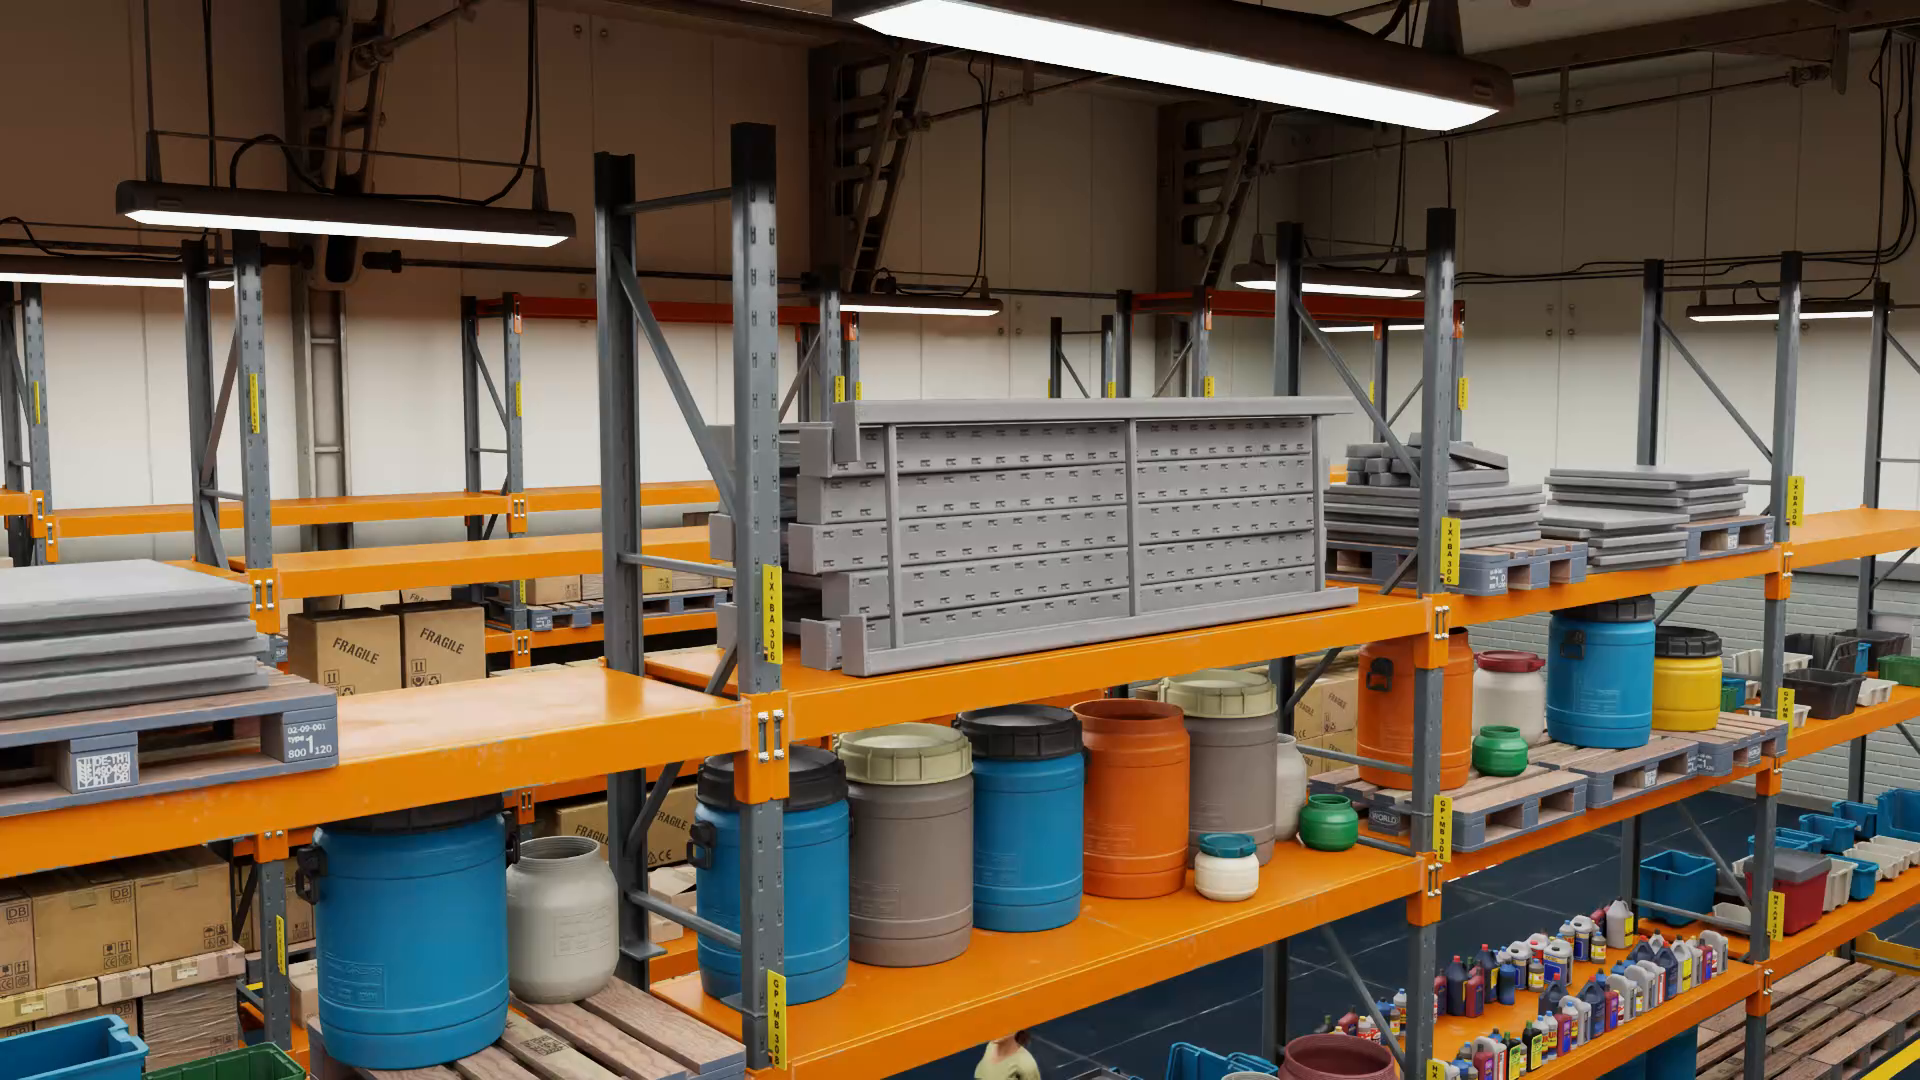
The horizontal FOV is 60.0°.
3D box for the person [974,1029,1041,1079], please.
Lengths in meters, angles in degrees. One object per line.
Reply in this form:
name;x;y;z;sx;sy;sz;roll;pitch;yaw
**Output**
person;0.231;3.437;9.534;0.617;1.642;0.554;-5;7;-44
